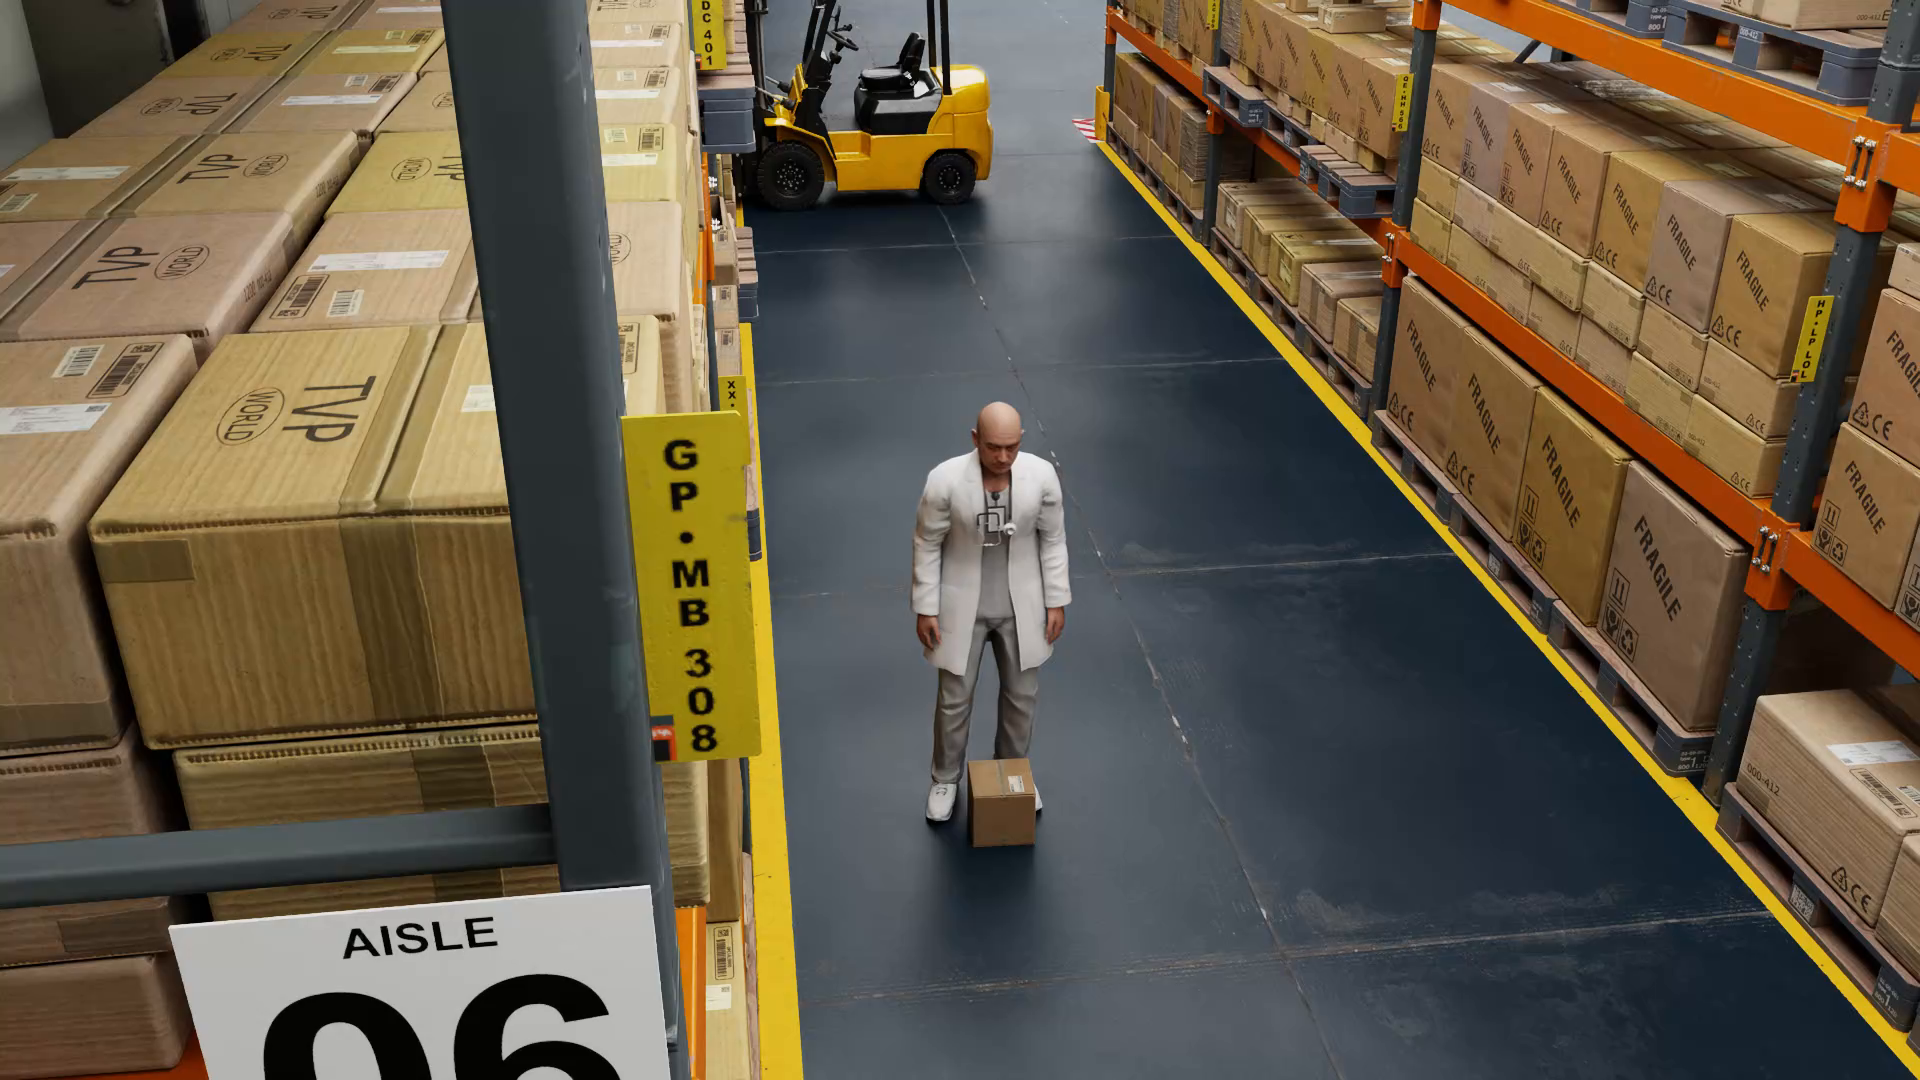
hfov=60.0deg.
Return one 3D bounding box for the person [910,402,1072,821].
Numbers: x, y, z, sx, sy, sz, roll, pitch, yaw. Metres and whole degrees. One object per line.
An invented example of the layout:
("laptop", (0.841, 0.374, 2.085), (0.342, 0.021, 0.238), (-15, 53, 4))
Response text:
("person", (0.121, 0.272, 6.595), (0.643, 1.774, 0.423), (-3, 27, -7))
